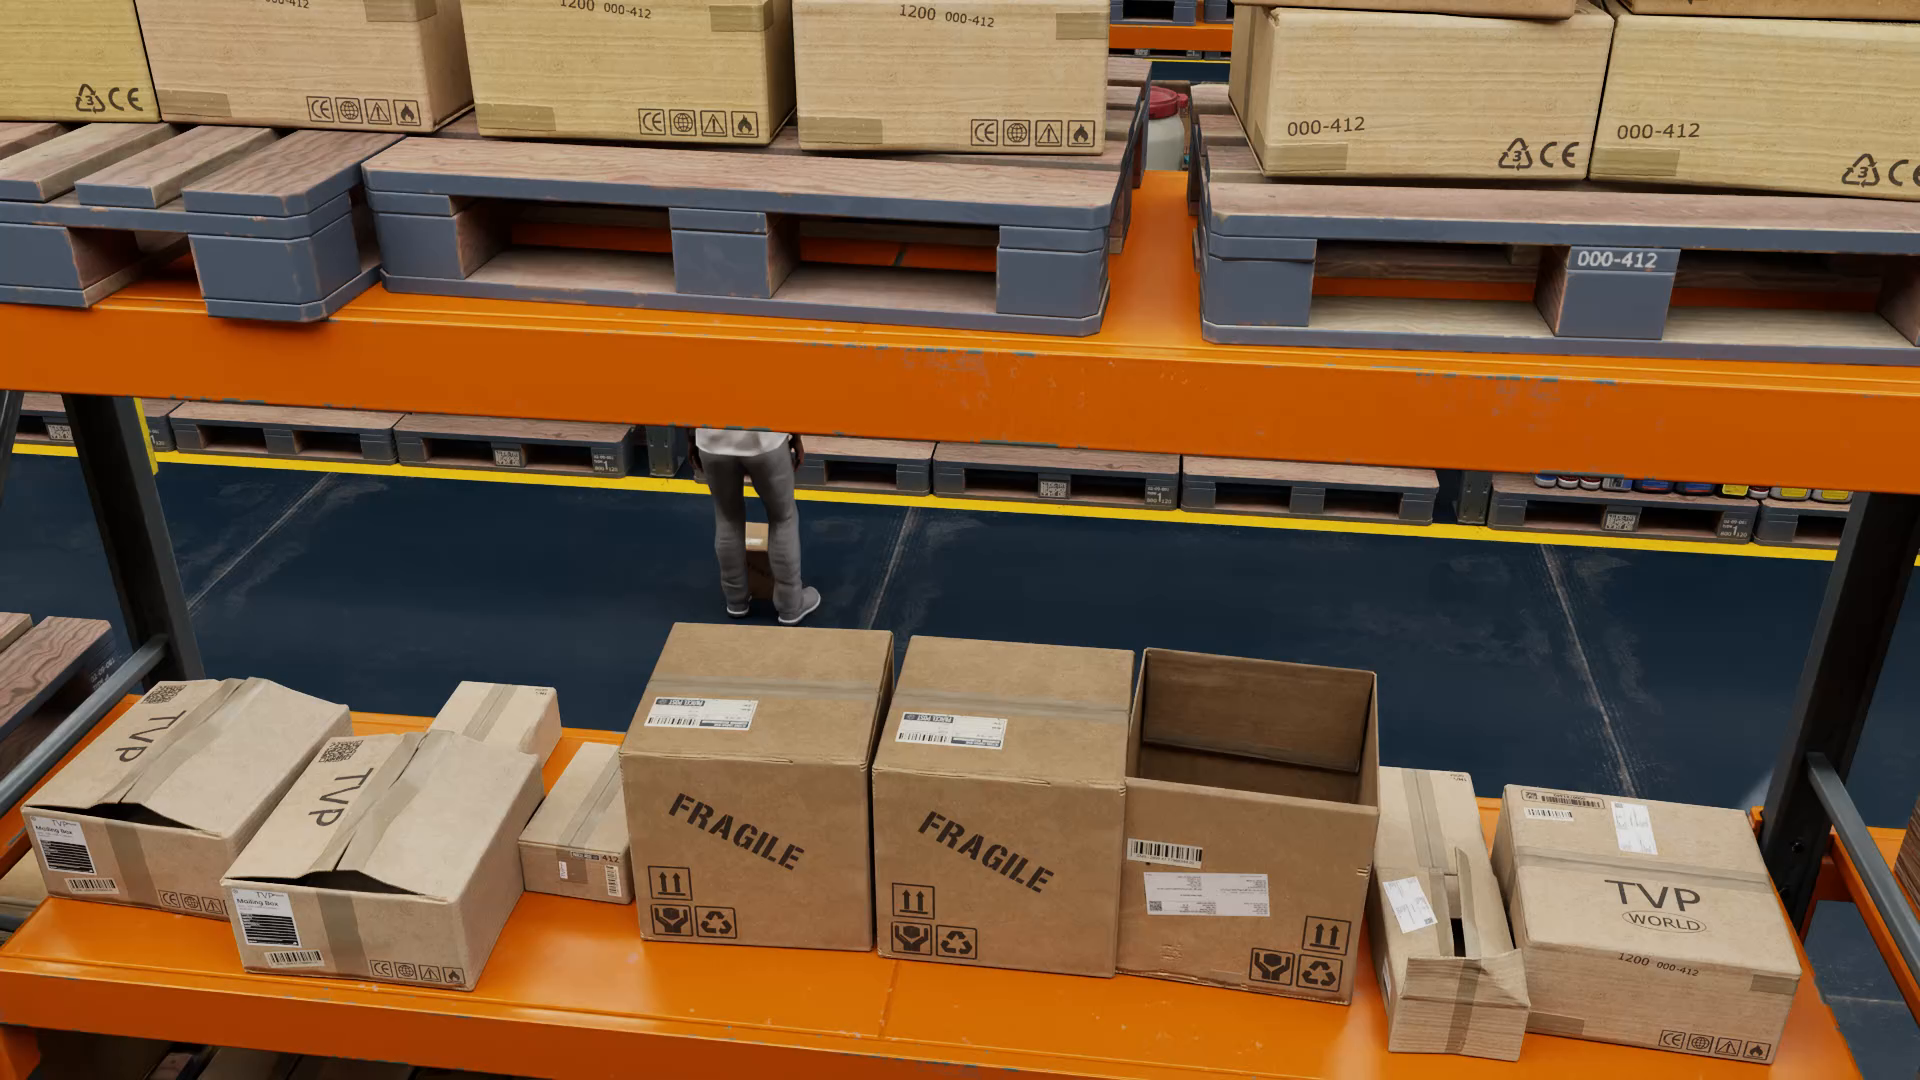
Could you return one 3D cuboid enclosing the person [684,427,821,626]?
[{"bbox_3d":[-0.881,-0.417,6.892,0.522,1.657,0.427,2,29,3],"label":"person"}]
